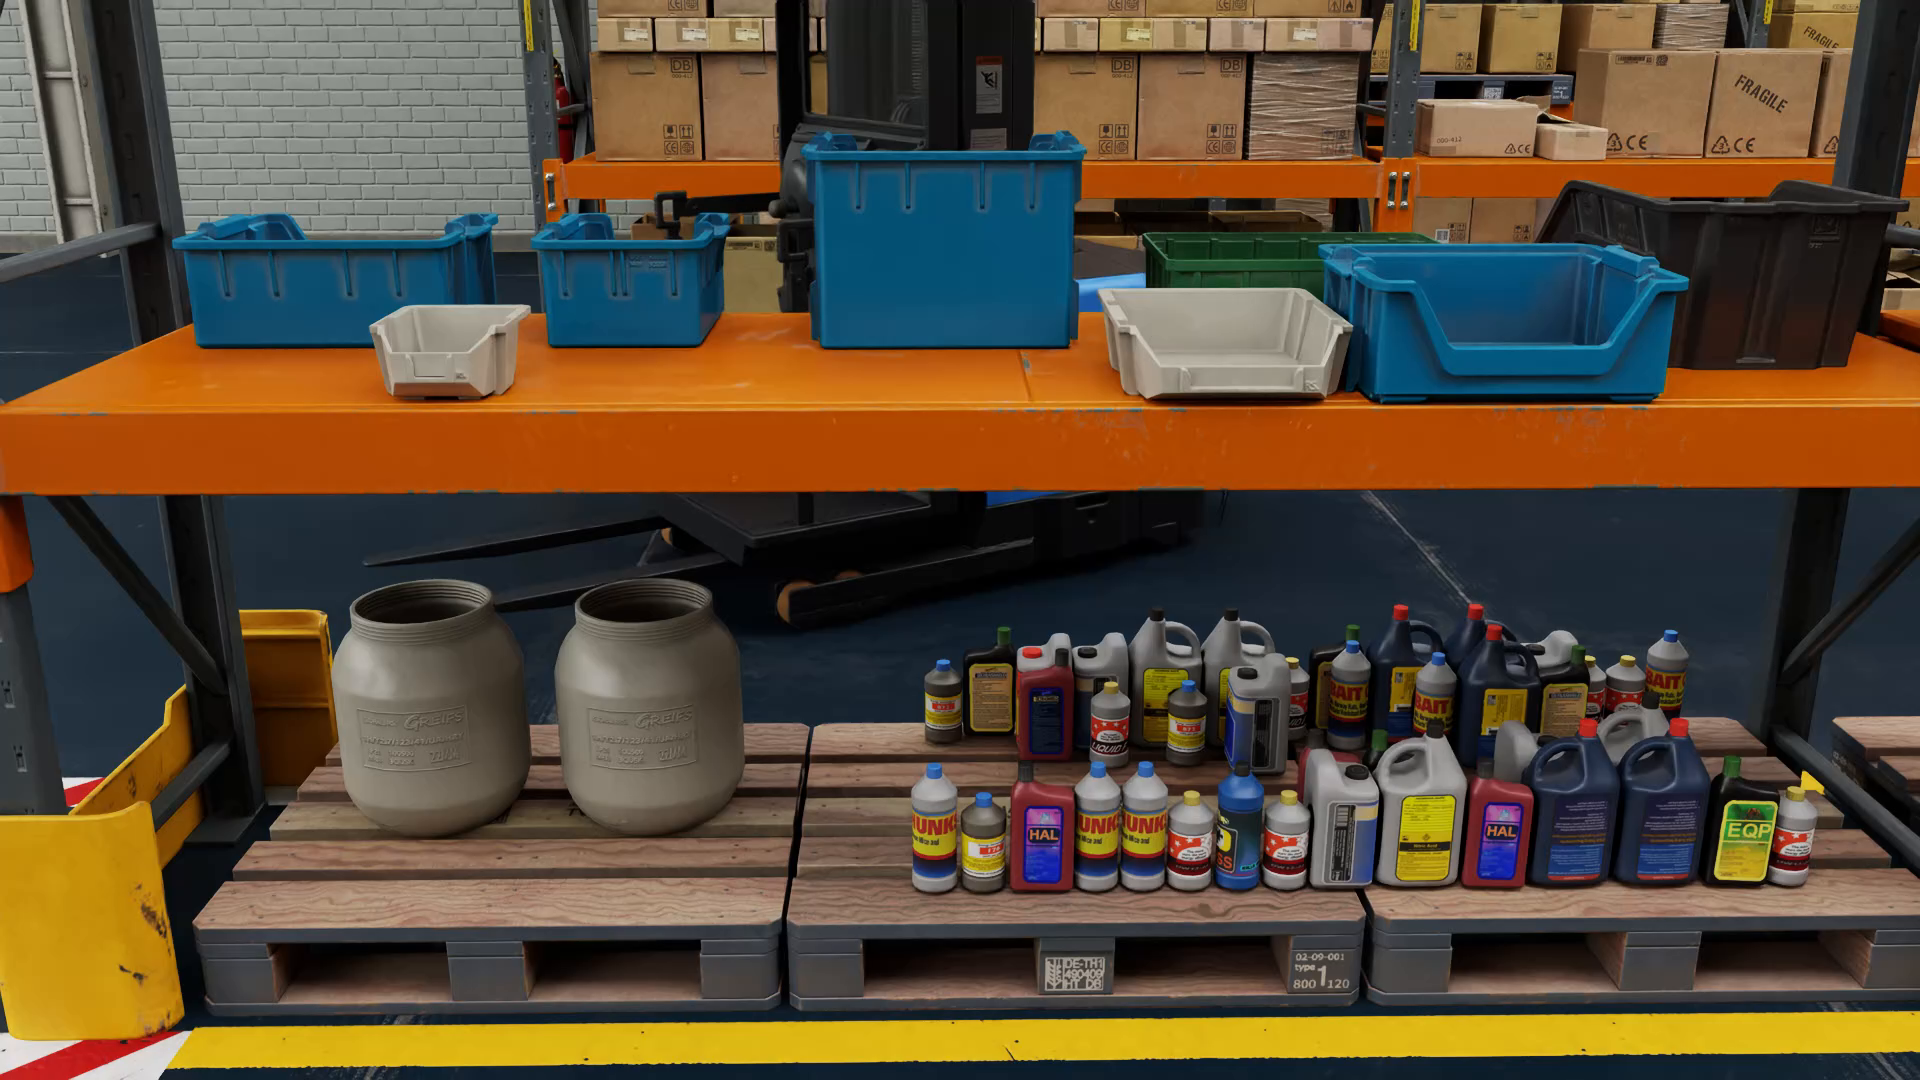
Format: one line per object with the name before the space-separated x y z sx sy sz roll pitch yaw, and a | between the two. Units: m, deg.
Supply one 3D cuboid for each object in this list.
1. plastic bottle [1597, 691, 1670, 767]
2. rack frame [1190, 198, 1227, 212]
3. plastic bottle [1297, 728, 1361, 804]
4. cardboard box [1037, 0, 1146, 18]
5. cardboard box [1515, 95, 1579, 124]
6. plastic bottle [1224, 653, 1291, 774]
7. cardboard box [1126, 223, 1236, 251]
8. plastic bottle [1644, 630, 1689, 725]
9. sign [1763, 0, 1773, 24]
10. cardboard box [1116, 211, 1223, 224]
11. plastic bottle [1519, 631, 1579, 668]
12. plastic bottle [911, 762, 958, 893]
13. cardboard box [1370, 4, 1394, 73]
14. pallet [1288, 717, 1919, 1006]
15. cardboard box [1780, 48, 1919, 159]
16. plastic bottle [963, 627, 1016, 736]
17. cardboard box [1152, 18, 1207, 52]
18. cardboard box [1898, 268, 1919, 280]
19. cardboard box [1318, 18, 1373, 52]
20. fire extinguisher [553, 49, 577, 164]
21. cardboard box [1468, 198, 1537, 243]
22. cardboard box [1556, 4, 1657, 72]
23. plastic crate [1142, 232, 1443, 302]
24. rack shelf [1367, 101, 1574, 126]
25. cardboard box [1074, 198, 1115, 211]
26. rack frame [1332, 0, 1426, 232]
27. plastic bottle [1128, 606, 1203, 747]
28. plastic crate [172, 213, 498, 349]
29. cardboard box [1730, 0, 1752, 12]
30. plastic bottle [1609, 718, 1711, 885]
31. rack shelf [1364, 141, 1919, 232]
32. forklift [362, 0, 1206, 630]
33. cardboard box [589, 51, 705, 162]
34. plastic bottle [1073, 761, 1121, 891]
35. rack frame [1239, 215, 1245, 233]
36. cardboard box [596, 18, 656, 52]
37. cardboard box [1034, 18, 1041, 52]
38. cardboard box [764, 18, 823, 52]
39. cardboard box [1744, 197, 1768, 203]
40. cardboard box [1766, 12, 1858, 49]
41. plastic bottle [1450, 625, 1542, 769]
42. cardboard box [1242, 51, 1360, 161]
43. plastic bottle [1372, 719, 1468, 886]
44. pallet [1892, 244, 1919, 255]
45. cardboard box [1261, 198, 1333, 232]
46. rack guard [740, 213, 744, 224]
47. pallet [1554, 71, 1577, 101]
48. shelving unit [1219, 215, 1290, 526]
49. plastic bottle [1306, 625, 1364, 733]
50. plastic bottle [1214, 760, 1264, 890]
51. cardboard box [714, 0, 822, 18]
plastic bottle | 1.487 0.504 3.683 0.185 0.351 0.144 0 18 -1
rack frame | 1.972 -3.621 12.925 0.127 3.000 1.000 0 18 -1
plastic bottle | 0.809 0.549 3.651 0.133 0.283 0.061 0 18 -1
cardboard box | 0.604 -2.764 7.967 0.500 0.500 0.700 0 18 -1
cardboard box | 2.930 -2.104 8.417 0.258 0.266 0.396 -1 18 -2
plastic bottle | 0.728 0.417 4.074 0.135 0.276 0.152 0 18 -1
cardboard box | 1.093 -1.288 8.238 0.500 0.500 0.500 0 18 -1
plastic bottle | 1.803 0.362 4.255 0.097 0.271 0.097 0 18 0
sign | 5.989 -3.988 12.304 0.005 0.325 0.100 0 18 -1
cardboard box | 1.085 -1.444 8.726 0.500 0.500 0.500 0 18 -1
plastic bottle | 1.480 0.370 4.223 0.135 0.276 0.152 0 18 1
plastic bottle | -0.054 0.600 3.512 0.097 0.271 0.097 0 18 0
cardboard box | 3.040 -3.871 12.819 0.500 0.500 0.700 2 18 5
pallet | 1.456 0.723 3.948 1.213 0.211 1.003 0 18 -1
cardboard box | 4.376 -2.162 8.213 0.500 0.500 0.500 -1 18 -4
plastic bottle | 0.075 0.359 4.244 0.133 0.283 0.061 0 18 0
cardboard box | 1.014 -2.394 7.873 0.250 0.149 0.380 0 18 -1
cardboard box | 5.014 -1.203 8.283 0.500 0.311 0.500 -1 18 -2
cardboard box | 1.785 -2.398 7.886 0.250 0.149 0.380 0 18 -1
fire extinguisher | -2.071 -2.193 8.601 0.183 0.674 0.296 0 18 -1
cardboard box | 4.239 -2.662 13.308 0.500 0.500 0.700 0 18 -1
cardboard box | 4.943 -3.881 12.852 0.500 0.500 0.700 -2 18 -6
plastic crate | 0.766 -0.574 3.773 0.662 0.188 0.450 0 18 -1
rack shelf | 3.972 -3.288 13.065 4.000 0.370 1.077 0 18 -1
cardboard box | 0.935 -2.623 13.186 0.500 0.500 0.500 -2 18 -5
rack frame | 2.054 -2.108 8.209 0.127 3.000 1.000 0 18 -1
plastic bottle | 0.515 0.338 4.201 0.185 0.351 0.144 0 18 1
plastic crate | -1.376 -0.599 3.747 0.616 0.251 0.499 0 18 -1
cardboard box | 6.421 -4.278 13.060 0.500 0.250 0.500 0 18 1
plastic bottle | 1.489 0.548 3.546 0.185 0.351 0.144 -1 18 -2
rack shelf | 4.053 -1.775 8.348 4.000 0.370 1.077 0 18 -1
forklift | -0.560 -1.276 5.728 3.031 2.935 1.130 -11 21 -31
cardboard box | -1.479 -2.135 8.128 0.500 0.500 0.700 0 18 -1
plastic bottle | 0.289 0.598 3.518 0.097 0.271 0.097 0 18 0
rack frame | 0.996 -0.689 6.650 0.006 1.200 0.240 13 19 5
cardboard box | -1.550 -2.381 7.835 0.250 0.149 0.380 0 18 -1
cardboard box | 0.250 -2.390 7.862 0.250 0.149 0.380 0 18 1
cardboard box | -0.784 -2.385 7.846 0.250 0.149 0.380 -1 18 -2
cardboard box | 6.709 -2.780 13.135 0.750 0.750 0.750 -1 18 -2
cardboard box | 6.461 -3.763 12.685 0.500 0.500 0.500 0 18 1
plastic bottle | 1.317 0.378 4.076 0.185 0.351 0.144 0 18 -1
cardboard box | 1.610 -2.152 8.181 0.500 0.500 0.700 -1 18 -2
plastic bottle | 0.974 0.550 3.538 0.185 0.351 0.144 0 18 -1
pallet | 7.978 -2.298 13.367 1.213 0.211 1.003 0 18 -1
cardboard box | 2.708 -2.649 13.266 0.500 0.500 0.700 0 18 1
rack guard | -1.952 -2.412 13.248 0.348 0.500 1.175 0 18 -1
pallet | 5.260 -3.513 12.902 1.003 0.211 1.213 0 18 -1
shelving unit | 1.085 -0.669 6.642 0.189 1.200 0.258 13 19 5
plastic bottle | 0.960 0.355 4.257 0.133 0.283 0.061 1 18 2
plastic bottle | 0.592 0.597 3.522 0.097 0.271 0.097 0 18 0
cardboard box | -0.900 -2.757 7.944 0.500 0.500 0.700 -1 18 -2
